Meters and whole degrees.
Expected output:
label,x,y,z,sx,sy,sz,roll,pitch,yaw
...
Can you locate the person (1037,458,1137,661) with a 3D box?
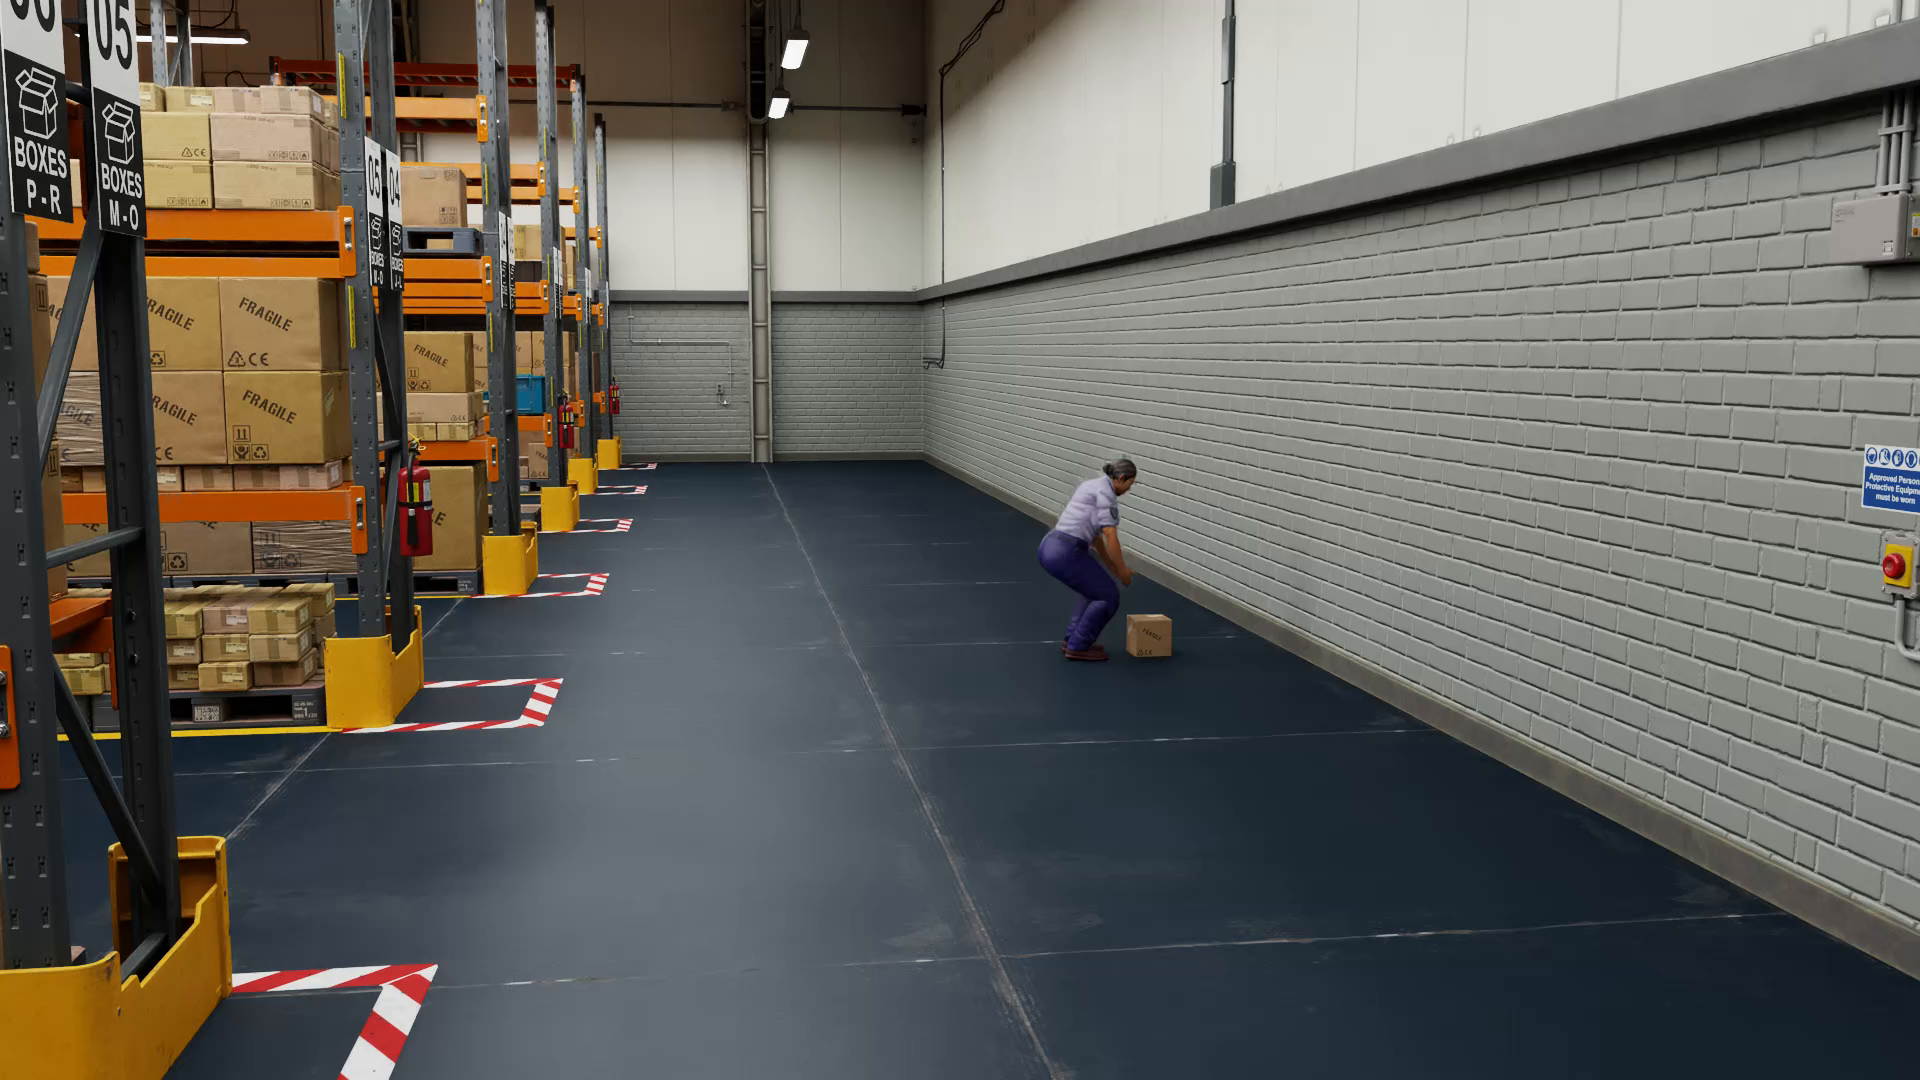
label,x,y,z,sx,sy,sz,roll,pitch,yaw
person,0.859,0.122,11.234,0.673,1.340,0.536,-1,7,-9
